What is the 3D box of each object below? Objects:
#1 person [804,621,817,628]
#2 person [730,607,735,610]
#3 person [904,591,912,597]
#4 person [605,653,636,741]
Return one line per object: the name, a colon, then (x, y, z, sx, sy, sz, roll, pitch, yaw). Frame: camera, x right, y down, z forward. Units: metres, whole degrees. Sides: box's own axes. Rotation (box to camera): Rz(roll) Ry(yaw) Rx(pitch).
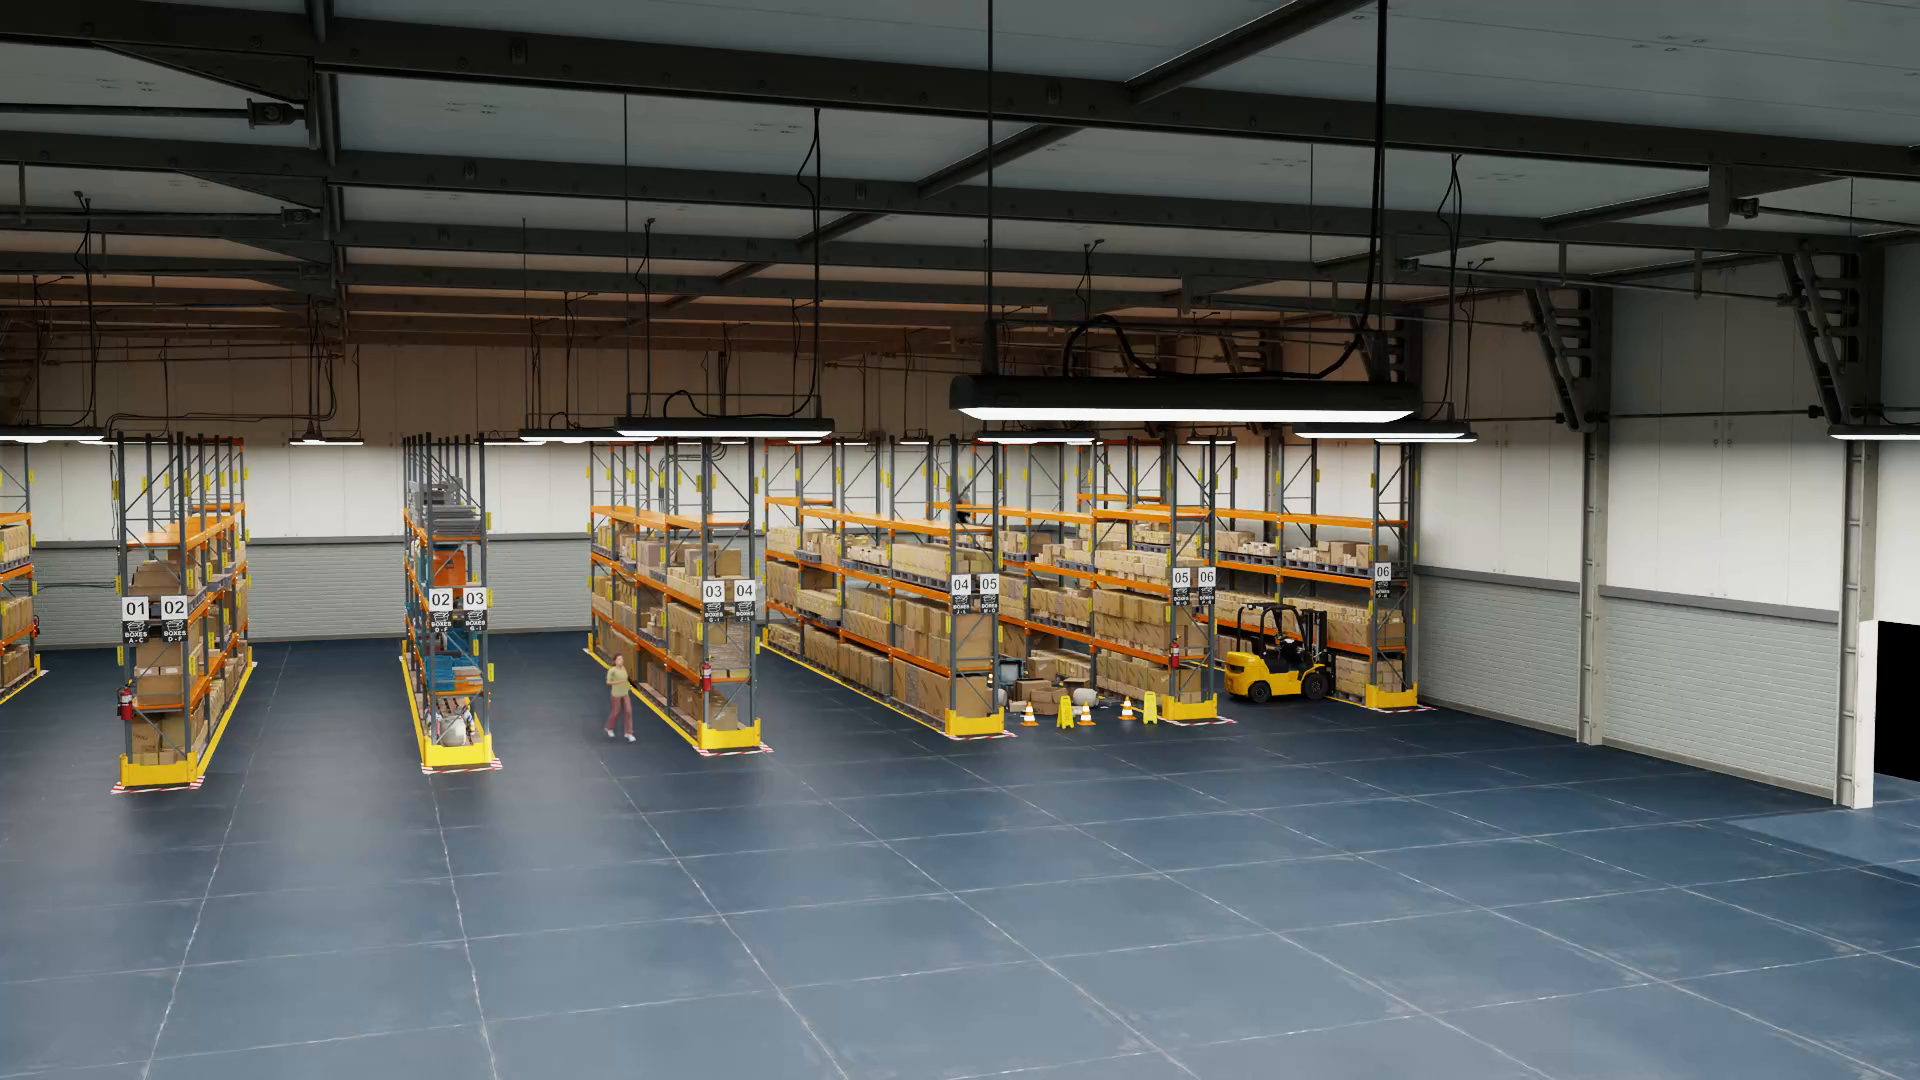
person: (-4.544, 2.158, 49.737, 0.914, 1.614, 0.640, 2, 4, 33)
person: (-6.864, 2.216, 48.482, 0.920, 1.710, 0.534, 2, 4, 31)
person: (-1.630, 2.109, 51.119, 0.550, 1.538, 0.548, -1, 3, -22)
person: (-6.662, 3.057, 32.515, 0.569, 1.685, 0.884, -3, 4, -45)
